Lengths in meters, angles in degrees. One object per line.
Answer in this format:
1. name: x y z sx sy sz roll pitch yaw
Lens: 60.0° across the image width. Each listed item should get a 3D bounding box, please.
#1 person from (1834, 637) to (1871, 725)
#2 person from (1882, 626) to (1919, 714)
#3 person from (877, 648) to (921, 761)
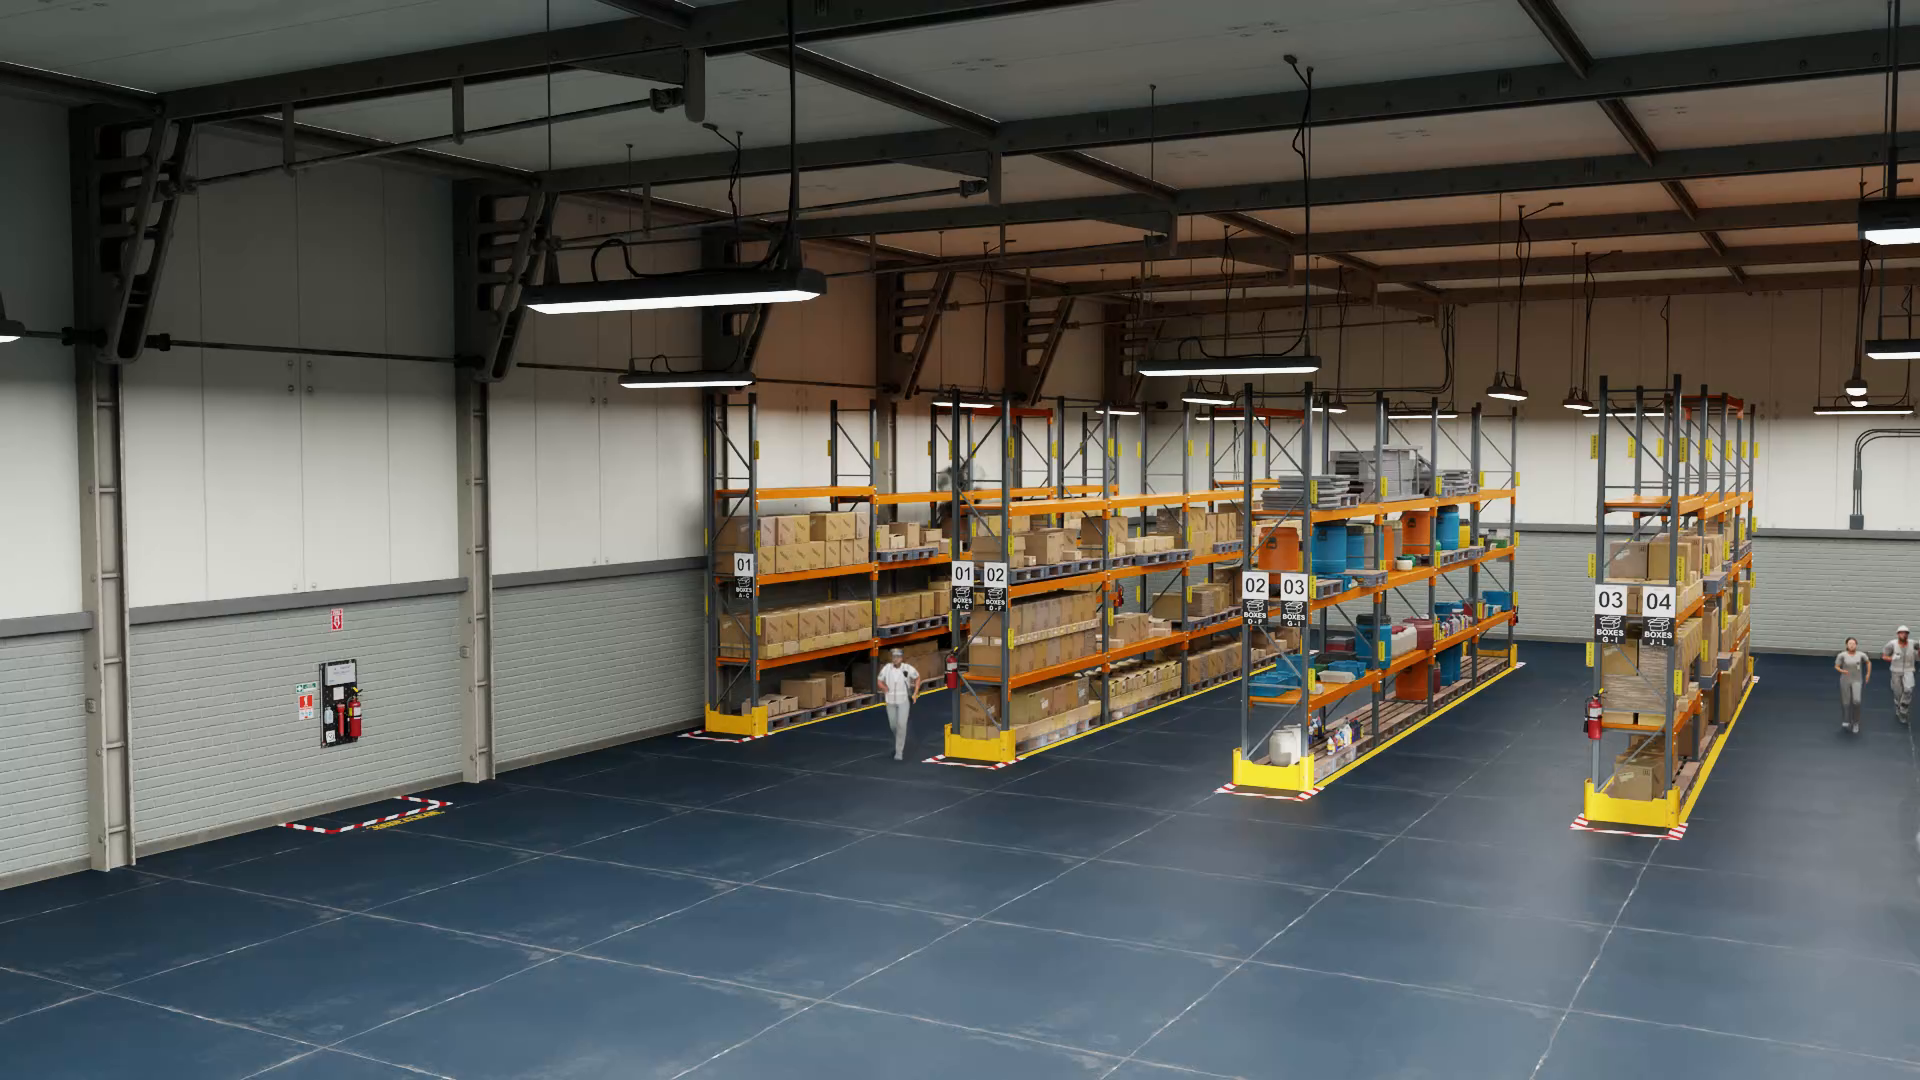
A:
1. person: 15.878 2.518 29.588 0.580 1.545 0.704 1 3 26
2. person: 17.319 2.382 30.542 0.692 1.641 0.835 1 3 24
3. person: -1.016 2.653 27.252 0.695 1.798 0.939 1 3 11
